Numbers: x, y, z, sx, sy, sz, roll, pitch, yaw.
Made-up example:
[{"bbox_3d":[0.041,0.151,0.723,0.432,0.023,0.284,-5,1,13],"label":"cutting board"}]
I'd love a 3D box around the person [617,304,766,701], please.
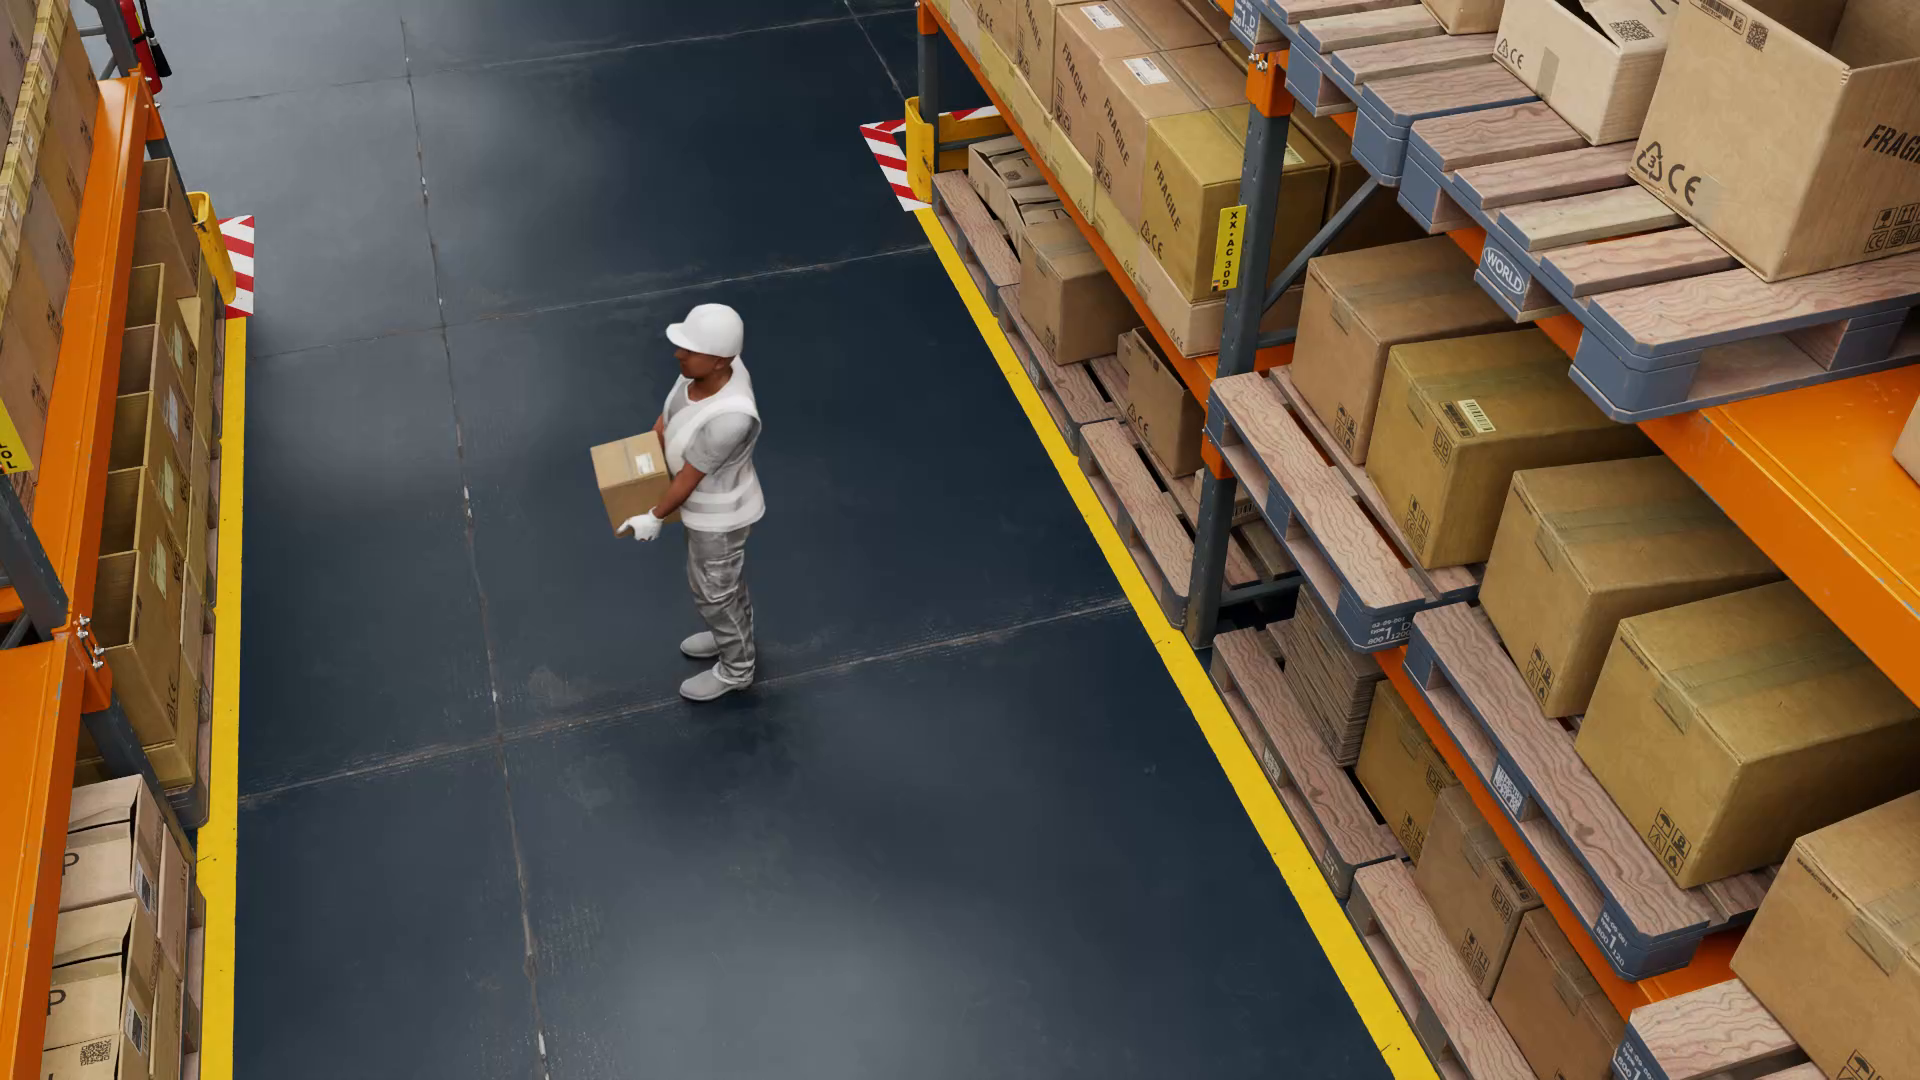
[{"bbox_3d":[-1.016,-0.113,6.276,0.575,1.778,0.487,-11,43,-12],"label":"person"}]
